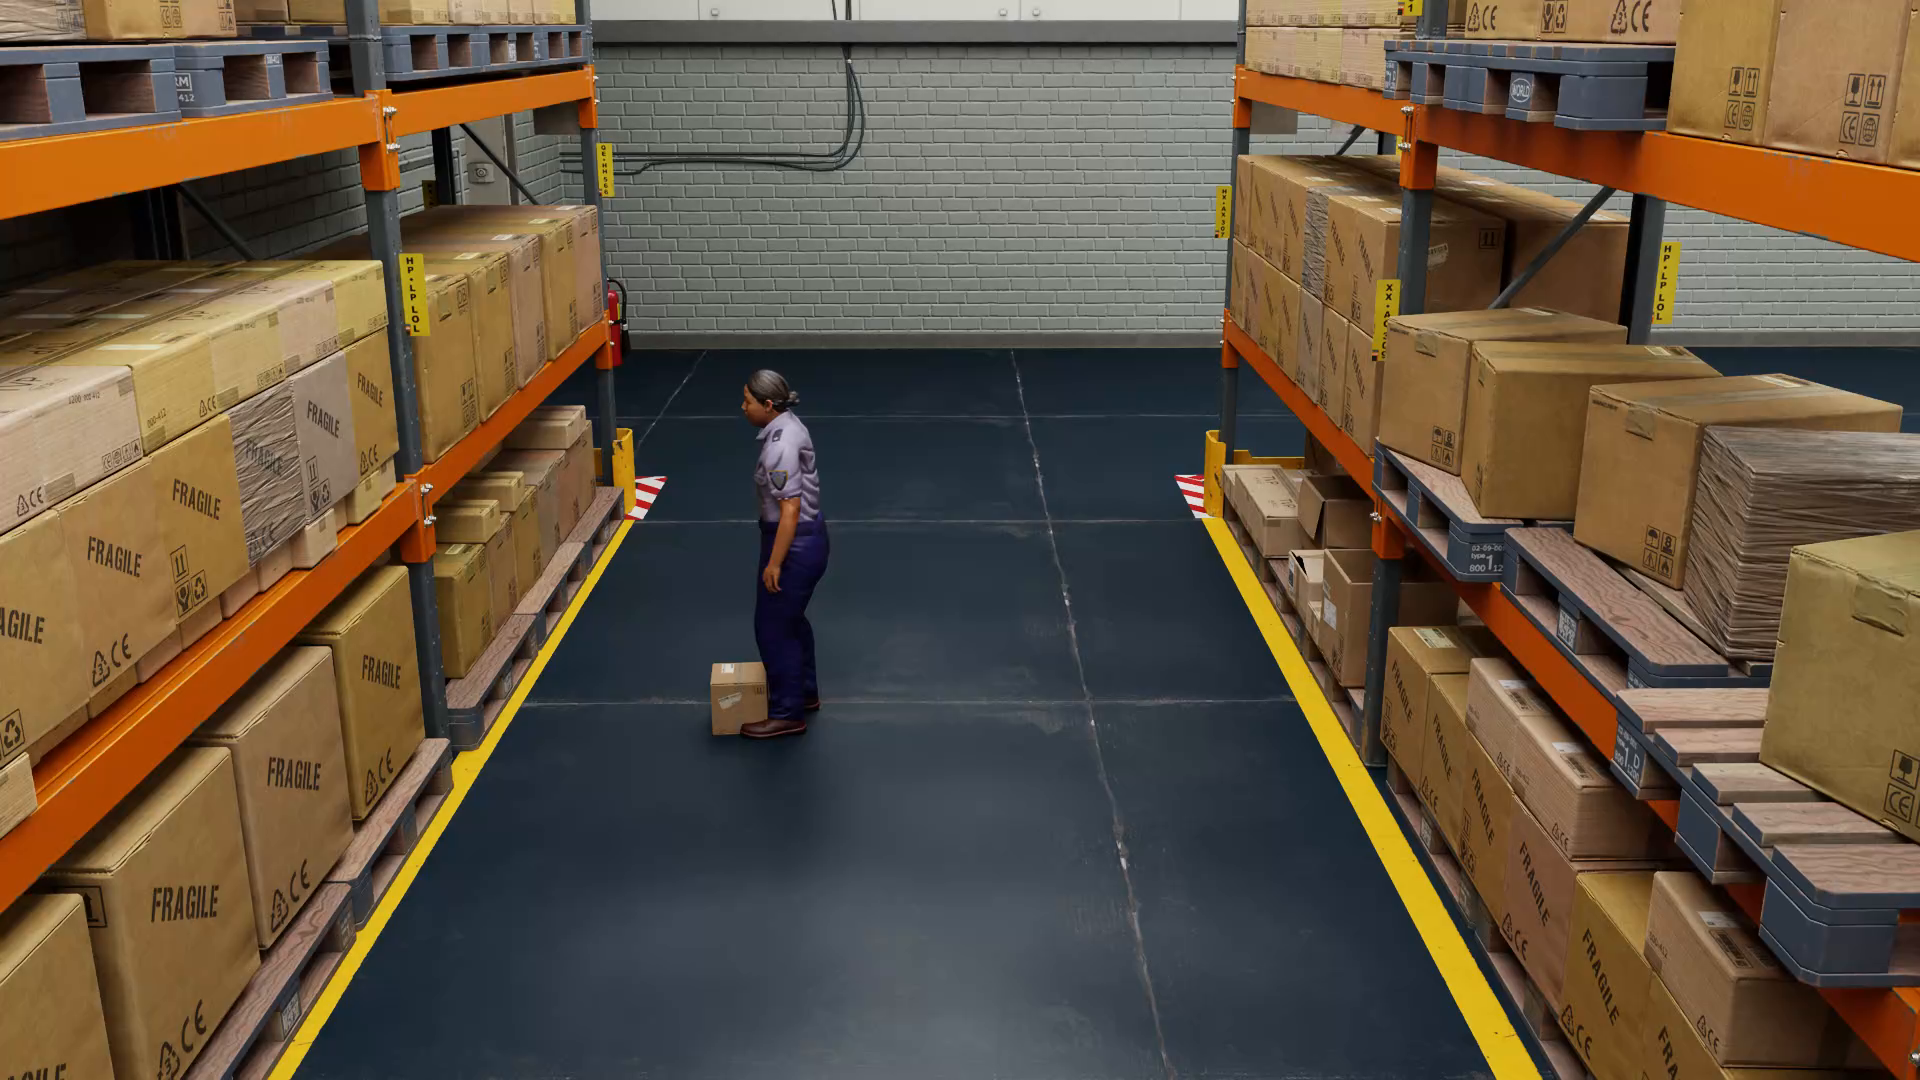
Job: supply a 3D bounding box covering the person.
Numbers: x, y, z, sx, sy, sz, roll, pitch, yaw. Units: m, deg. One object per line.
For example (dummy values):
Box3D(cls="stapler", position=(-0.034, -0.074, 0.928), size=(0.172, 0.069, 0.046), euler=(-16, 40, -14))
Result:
Box3D(cls="person", position=(-0.789, 0.050, 7.396), size=(0.412, 1.652, 0.539), euler=(0, 17, -1))
